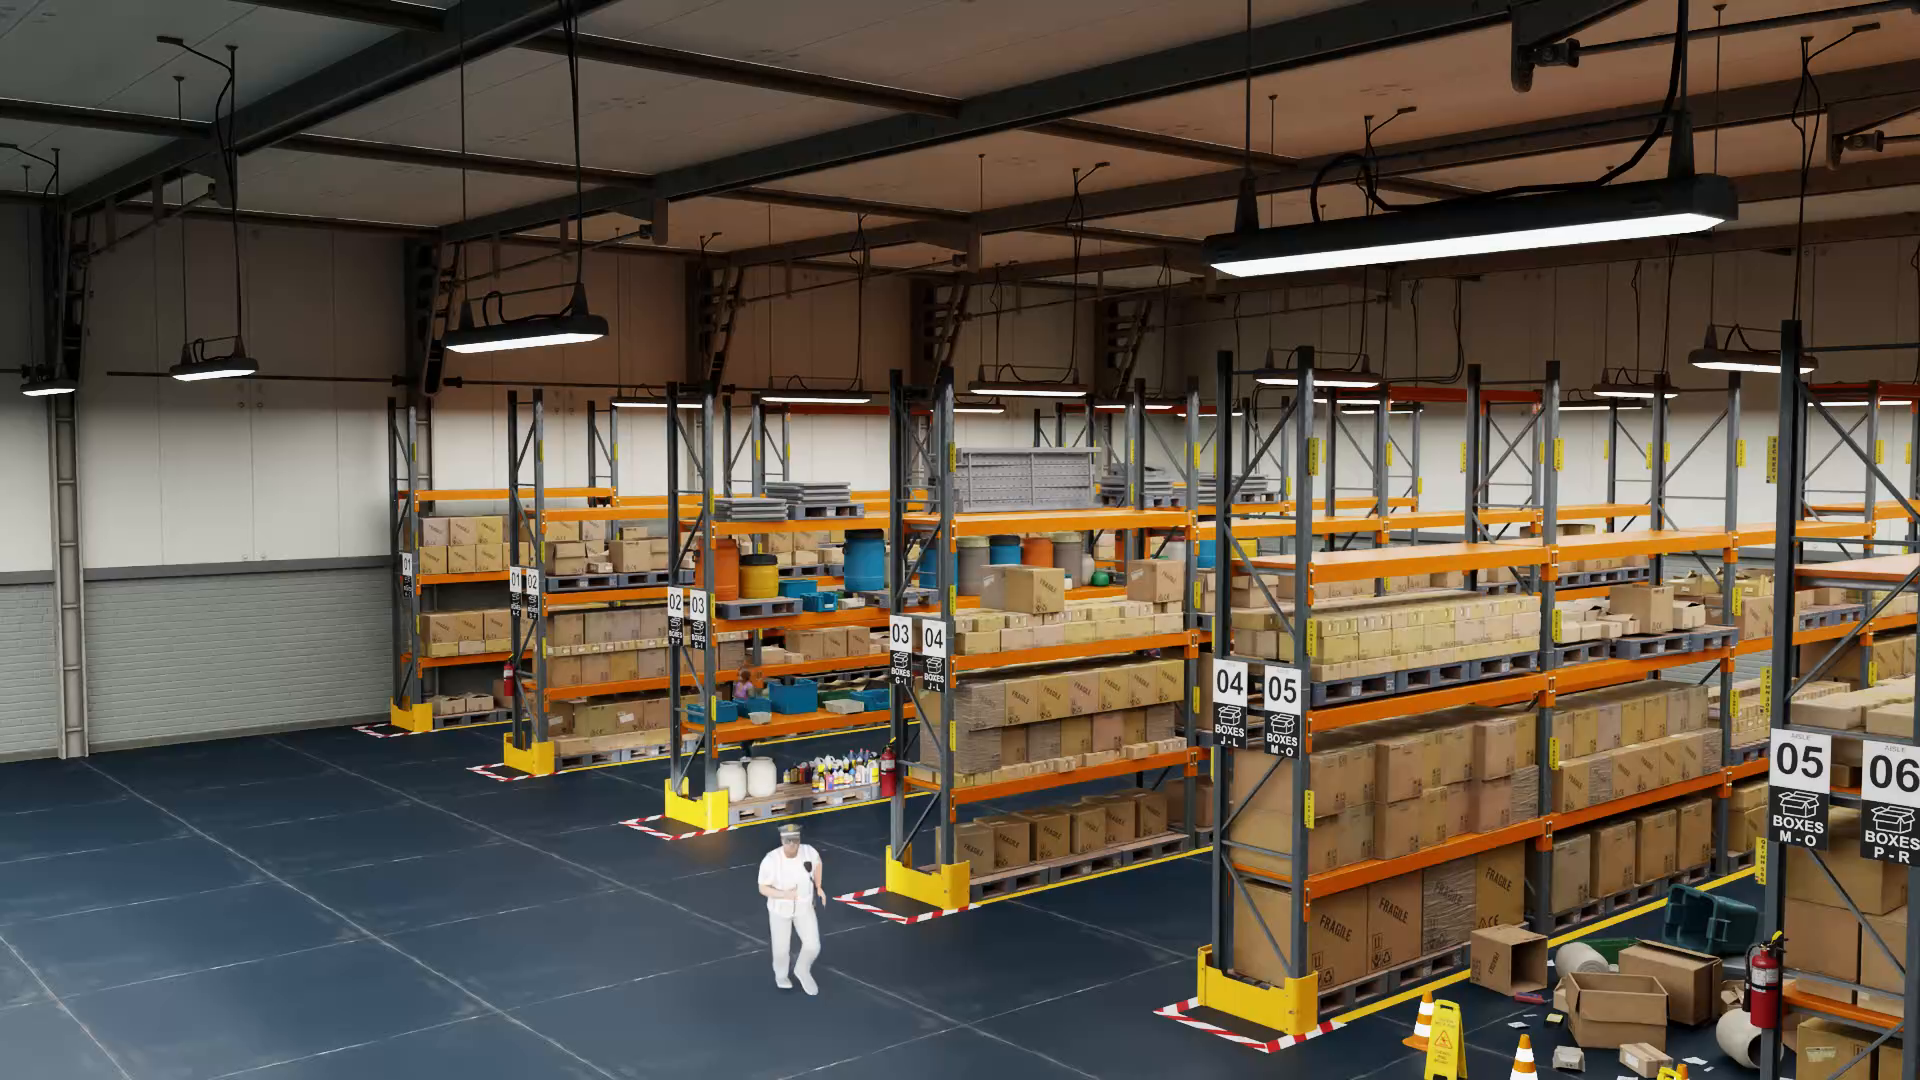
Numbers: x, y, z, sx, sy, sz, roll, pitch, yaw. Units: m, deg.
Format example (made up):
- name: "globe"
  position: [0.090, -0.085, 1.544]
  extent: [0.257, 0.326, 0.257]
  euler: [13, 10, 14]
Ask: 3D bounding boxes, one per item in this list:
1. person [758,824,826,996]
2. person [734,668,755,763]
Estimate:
- name: "person"
  position: [-1.551, 3.420, 15.441]
  extent: [0.672, 1.682, 0.946]
  euler: [-1, 3, -15]
- name: "person"
  position: [-3.447, 2.820, 26.921]
  extent: [0.502, 1.521, 0.672]
  euler: [-3, 4, -40]
